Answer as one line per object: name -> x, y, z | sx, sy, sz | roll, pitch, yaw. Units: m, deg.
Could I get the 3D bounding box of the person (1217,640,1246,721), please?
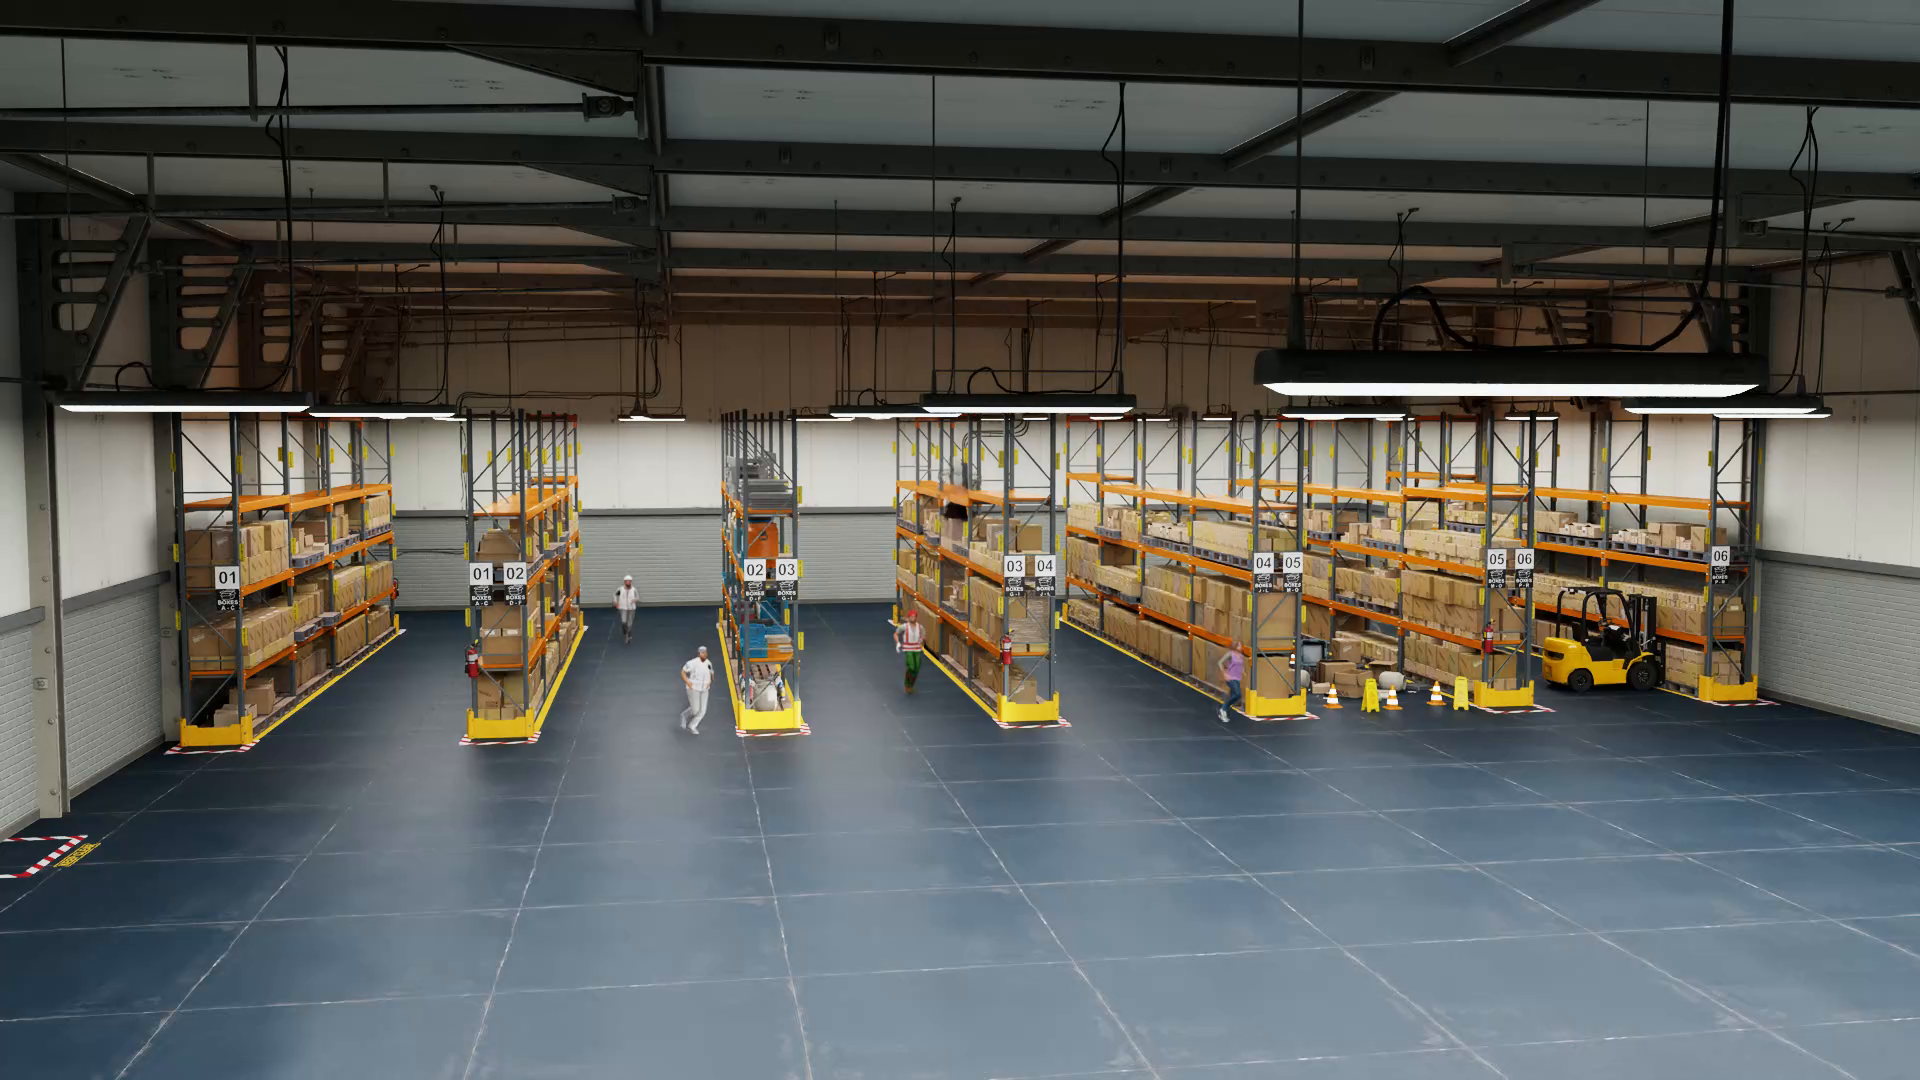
person -> 5.276, 2.712, 32.026 | 0.542, 1.559, 0.553 | -4, 5, -43

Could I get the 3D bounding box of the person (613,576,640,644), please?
person -> -8.717, 1.830, 43.522 | 0.662, 1.789, 0.733 | -1, 4, -18

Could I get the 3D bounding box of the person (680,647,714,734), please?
person -> -4.842, 2.774, 30.861 | 0.614, 1.608, 0.526 | -3, 5, -37

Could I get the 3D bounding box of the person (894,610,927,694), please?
person -> -1.002, 2.373, 35.203 | 0.641, 1.775, 0.690 | -2, 4, -23
